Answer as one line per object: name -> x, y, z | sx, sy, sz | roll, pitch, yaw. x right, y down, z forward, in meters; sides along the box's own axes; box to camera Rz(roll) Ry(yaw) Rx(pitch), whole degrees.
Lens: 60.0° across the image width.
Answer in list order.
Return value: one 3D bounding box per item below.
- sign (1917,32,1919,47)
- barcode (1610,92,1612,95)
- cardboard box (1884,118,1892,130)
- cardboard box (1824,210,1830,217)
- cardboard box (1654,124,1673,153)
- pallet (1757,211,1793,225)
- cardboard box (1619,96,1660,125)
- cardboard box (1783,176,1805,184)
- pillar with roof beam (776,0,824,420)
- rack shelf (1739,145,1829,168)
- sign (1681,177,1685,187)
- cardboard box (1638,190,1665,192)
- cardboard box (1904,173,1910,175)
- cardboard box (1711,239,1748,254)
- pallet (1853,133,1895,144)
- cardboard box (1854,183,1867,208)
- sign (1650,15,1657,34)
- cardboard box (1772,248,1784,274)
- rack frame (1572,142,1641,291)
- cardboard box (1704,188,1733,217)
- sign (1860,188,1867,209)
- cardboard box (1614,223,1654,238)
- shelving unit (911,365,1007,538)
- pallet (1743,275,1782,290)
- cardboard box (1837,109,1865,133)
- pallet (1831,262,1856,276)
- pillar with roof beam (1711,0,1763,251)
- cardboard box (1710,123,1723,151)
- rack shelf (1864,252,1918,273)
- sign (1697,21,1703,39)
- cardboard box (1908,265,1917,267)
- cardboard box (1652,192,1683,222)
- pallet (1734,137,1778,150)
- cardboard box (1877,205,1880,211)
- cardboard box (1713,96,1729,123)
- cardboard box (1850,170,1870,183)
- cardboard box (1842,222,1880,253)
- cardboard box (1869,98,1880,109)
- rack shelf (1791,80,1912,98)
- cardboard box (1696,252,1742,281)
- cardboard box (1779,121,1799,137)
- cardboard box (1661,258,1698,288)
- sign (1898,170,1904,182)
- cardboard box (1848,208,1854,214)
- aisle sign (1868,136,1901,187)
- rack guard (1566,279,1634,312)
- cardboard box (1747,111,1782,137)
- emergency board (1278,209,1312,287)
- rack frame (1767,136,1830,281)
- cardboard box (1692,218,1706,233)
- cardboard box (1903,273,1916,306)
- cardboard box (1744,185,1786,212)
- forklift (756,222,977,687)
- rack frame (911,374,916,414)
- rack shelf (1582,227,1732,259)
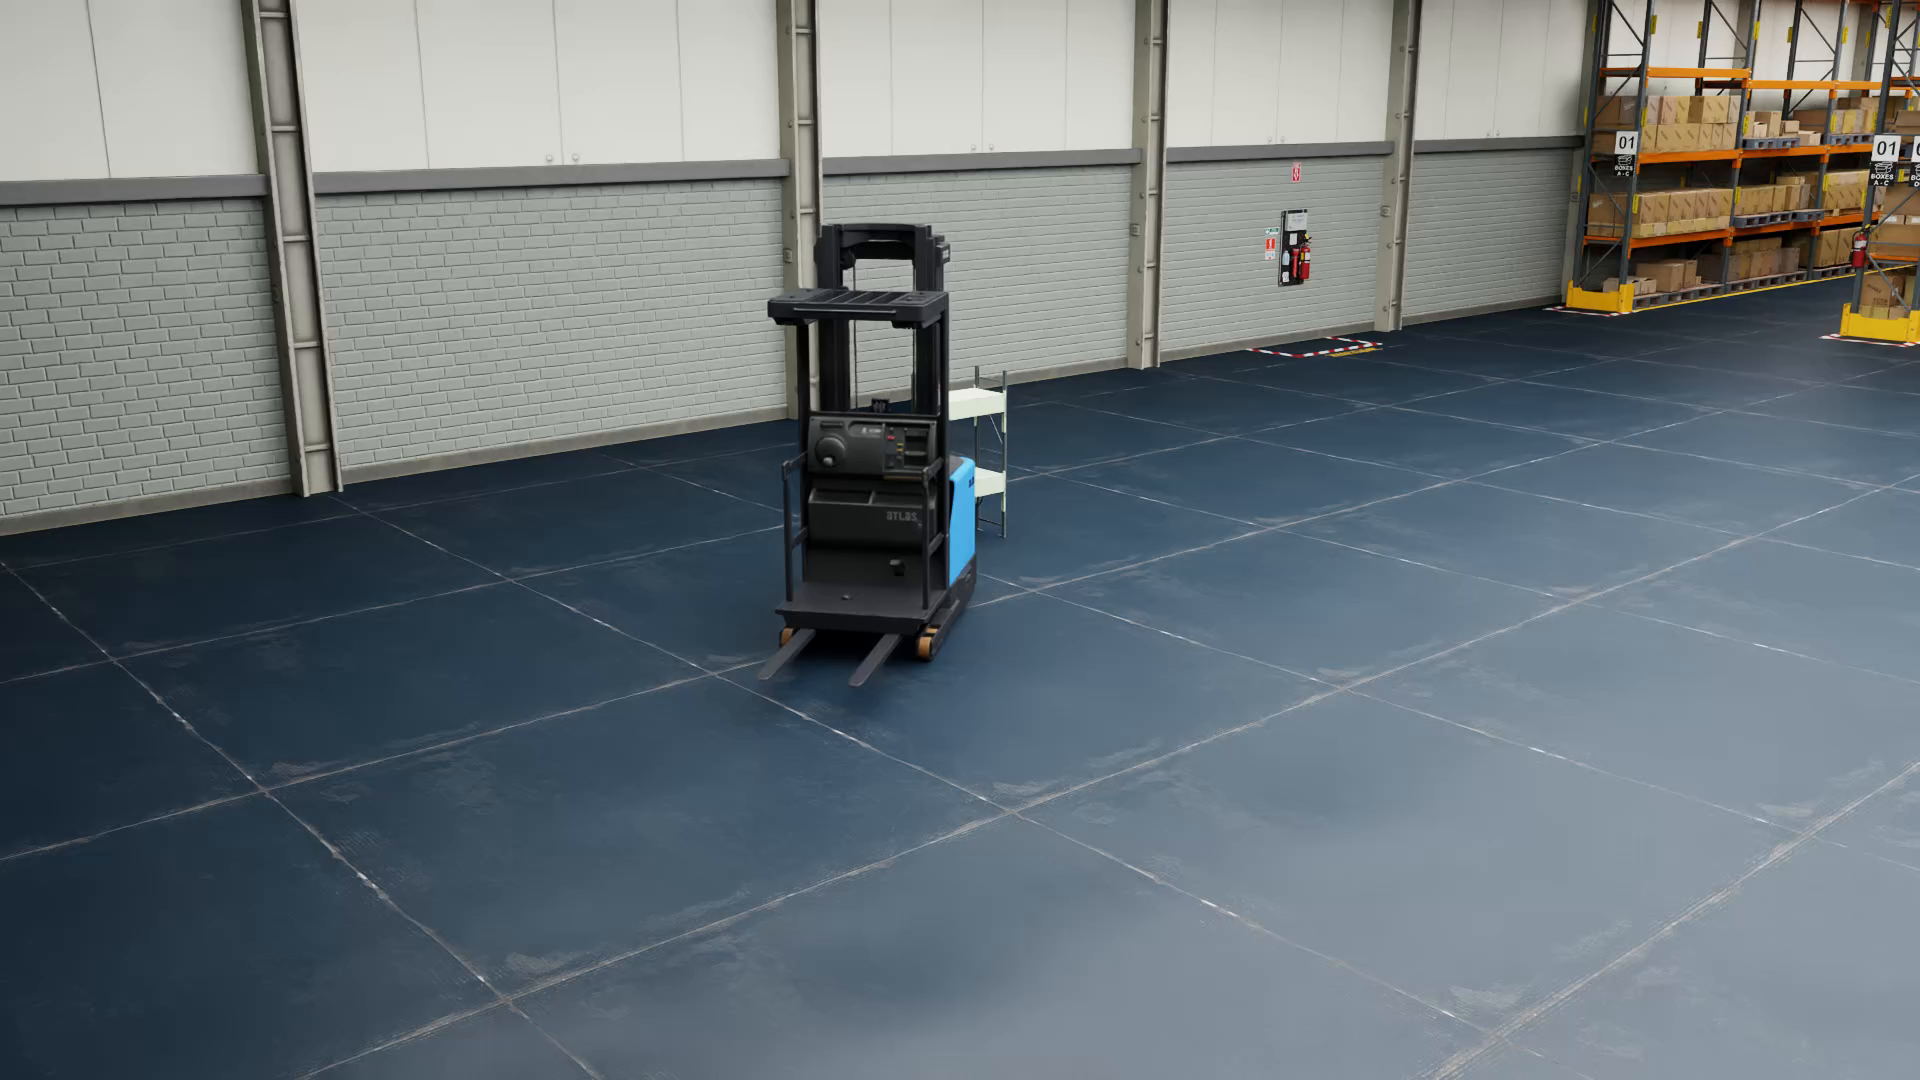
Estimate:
sign -> 21.168, -11.030, 36.642 | 0.005, 0.325, 0.100 | -13, 19, -39
barcode -> 11.958, -8.201, 30.533 | 0.075, 0.075, 0.001 | -13, 19, -39
cardboard box -> 21.165, -9.535, 38.105 | 0.500, 0.250, 0.500 | -12, 19, -39
cardboard box -> 18.382, -7.008, 35.621 | 0.250, 0.149, 0.380 | -12, 19, -39
cardboard box -> 12.595, -7.312, 30.266 | 0.500, 0.500, 0.500 | -11, 19, -36
pallet -> 16.319, -6.632, 34.138 | 1.213, 0.211, 1.003 | -13, 19, -39
cardboard box -> 12.200, -7.721, 29.860 | 0.500, 0.500, 0.500 | 14, 21, 43
cardboard box -> 17.545, -7.578, 35.004 | 0.380, 0.149, 0.250 | 13, 20, 40
pillar with roof beam -> 0.958, -5.011, 16.071 | 0.400, 9.000, 9.100 | -13, 19, -39
rack shelf -> 16.277, -7.831, 33.835 | 4.000, 0.370, 1.077 | -13, 19, -39
sign -> 14.401, -7.057, 33.114 | 0.005, 0.325, 0.100 | -13, 19, -39
cardboard box -> 13.120, -6.391, 31.661 | 0.500, 0.500, 0.500 | -12, 19, -39
cardboard box -> 22.901, -8.354, 39.633 | 0.700, 0.700, 0.980 | -13, 20, -40
cardboard box -> 15.642, -5.961, 33.791 | 0.500, 0.250, 0.500 | -13, 20, -41
pallet -> 20.144, -8.937, 36.955 | 1.217, 0.209, 0.805 | -14, 20, -42
cardboard box -> 19.484, -7.563, 36.441 | 0.500, 0.500, 0.500 | -12, 19, -38
sign -> 12.106, -8.995, 29.024 | 0.005, 0.325, 0.100 | -13, 19, -39
cardboard box -> 16.812, -5.876, 34.927 | 0.500, 0.500, 0.700 | -13, 20, -39
rack frame -> 11.750, -5.713, 30.325 | 0.127, 3.000, 1.000 | -13, 19, -39
cardboard box -> 14.614, -6.550, 32.256 | 0.500, 0.500, 0.500 | -13, 20, -39
sign -> 14.659, -5.531, 26.941 | 0.005, 0.325, 0.100 | -13, 19, -39
cardboard box -> 12.327, -5.671, 30.419 | 0.500, 0.250, 0.500 | -13, 20, -41
shelving unit -> -0.005, -0.723, 14.552 | 0.755, 1.500, 0.431 | -13, 19, -39
pallet -> 16.275, -5.383, 34.494 | 1.213, 0.211, 1.003 | -13, 19, -39
cardboard box -> 19.270, -9.149, 36.329 | 0.500, 0.500, 0.700 | -13, 20, -39
pallet -> 19.350, -6.045, 36.973 | 1.213, 0.211, 1.003 | -13, 19, -39
pillar with roof beam -> 19.063, -9.076, 31.292 | 0.400, 9.000, 9.100 | -13, 19, -39
cardboard box -> 14.159, -7.681, 31.647 | 0.500, 0.500, 0.500 | 14, 20, 42
rack shelf -> 16.514, -4.740, 28.078 | 4.000, 0.370, 1.077 | -13, 19, -39
sign -> 14.399, -9.924, 32.347 | 0.005, 0.325, 0.100 | -13, 19, -39
cardboard box -> 16.713, -4.476, 28.757 | 0.500, 0.500, 0.500 | -13, 19, -39
cardboard box -> 13.081, -6.203, 30.958 | 0.500, 0.500, 0.500 | -13, 20, -41
pallet -> 15.304, -7.833, 32.812 | 1.003, 0.211, 1.213 | -13, 19, -39
cardboard box -> 20.334, -7.439, 37.235 | 0.250, 0.149, 0.380 | -12, 19, -38
cardboard box -> 14.159, -8.148, 31.457 | 0.500, 0.500, 0.500 | -11, 19, -36
cardboard box -> 19.842, -8.009, 36.661 | 0.500, 0.250, 0.500 | -12, 19, -38
cardboard box -> 20.398, -6.774, 37.651 | 0.750, 0.750, 0.750 | -12, 19, -39
cardboard box -> 20.053, -9.694, 36.919 | 0.500, 0.250, 0.500 | -11, 18, -35
rack shelf -> 19.294, -9.764, 36.037 | 4.000, 0.370, 1.077 | -13, 19, -39
cardboard box -> 15.312, -5.523, 33.606 | 0.500, 0.500, 0.700 | -12, 19, -38
cardboard box -> 16.747, -8.375, 34.241 | 0.637, 0.503, 0.797 | -9, 18, -32
cardboard box -> 14.011, -5.212, 32.440 | 0.500, 0.500, 0.500 | 14, 21, 43
sign -> 21.167, -8.163, 37.406 | 0.005, 0.325, 0.100 | -13, 19, -39
cardboard box -> 19.336, -7.229, 36.449 | 0.250, 0.149, 0.380 | -13, 19, -39
aisle sign -> 14.763, -6.051, 26.553 | 0.004, 0.787, 0.394 | -13, 19, -39
rack guard -> 11.808, -4.518, 30.695 | 0.348, 0.500, 1.175 | -13, 19, -39
cardboard box -> 16.163, -8.377, 33.478 | 0.500, 0.500, 0.500 | -14, 20, -41
emergency board -> 5.295, -4.572, 26.054 | 0.643, 1.169, 0.194 | -13, 19, -39
rack frame -> 17.785, -7.068, 35.398 | 0.127, 3.000, 1.000 | -13, 19, -39
cardboard box -> 13.859, -6.017, 31.717 | 0.500, 0.250, 0.500 | -13, 20, -40
cardboard box -> 15.932, -4.118, 27.417 | 0.500, 0.500, 0.500 | -13, 19, -39
cardboard box -> 16.512, -7.032, 34.217 | 0.500, 0.500, 0.700 | -13, 19, -39
forklift -> -0.666, -0.682, 11.623 | 1.130, 2.935, 3.031 | 3, 15, 11
rack frame -> -0.281, -0.661, 14.320 | 0.023, 1.500, 0.400 | -13, 19, -39
rack shelf -> 13.259, -5.704, 31.686 | 4.000, 0.370, 1.077 | -13, 19, -39
